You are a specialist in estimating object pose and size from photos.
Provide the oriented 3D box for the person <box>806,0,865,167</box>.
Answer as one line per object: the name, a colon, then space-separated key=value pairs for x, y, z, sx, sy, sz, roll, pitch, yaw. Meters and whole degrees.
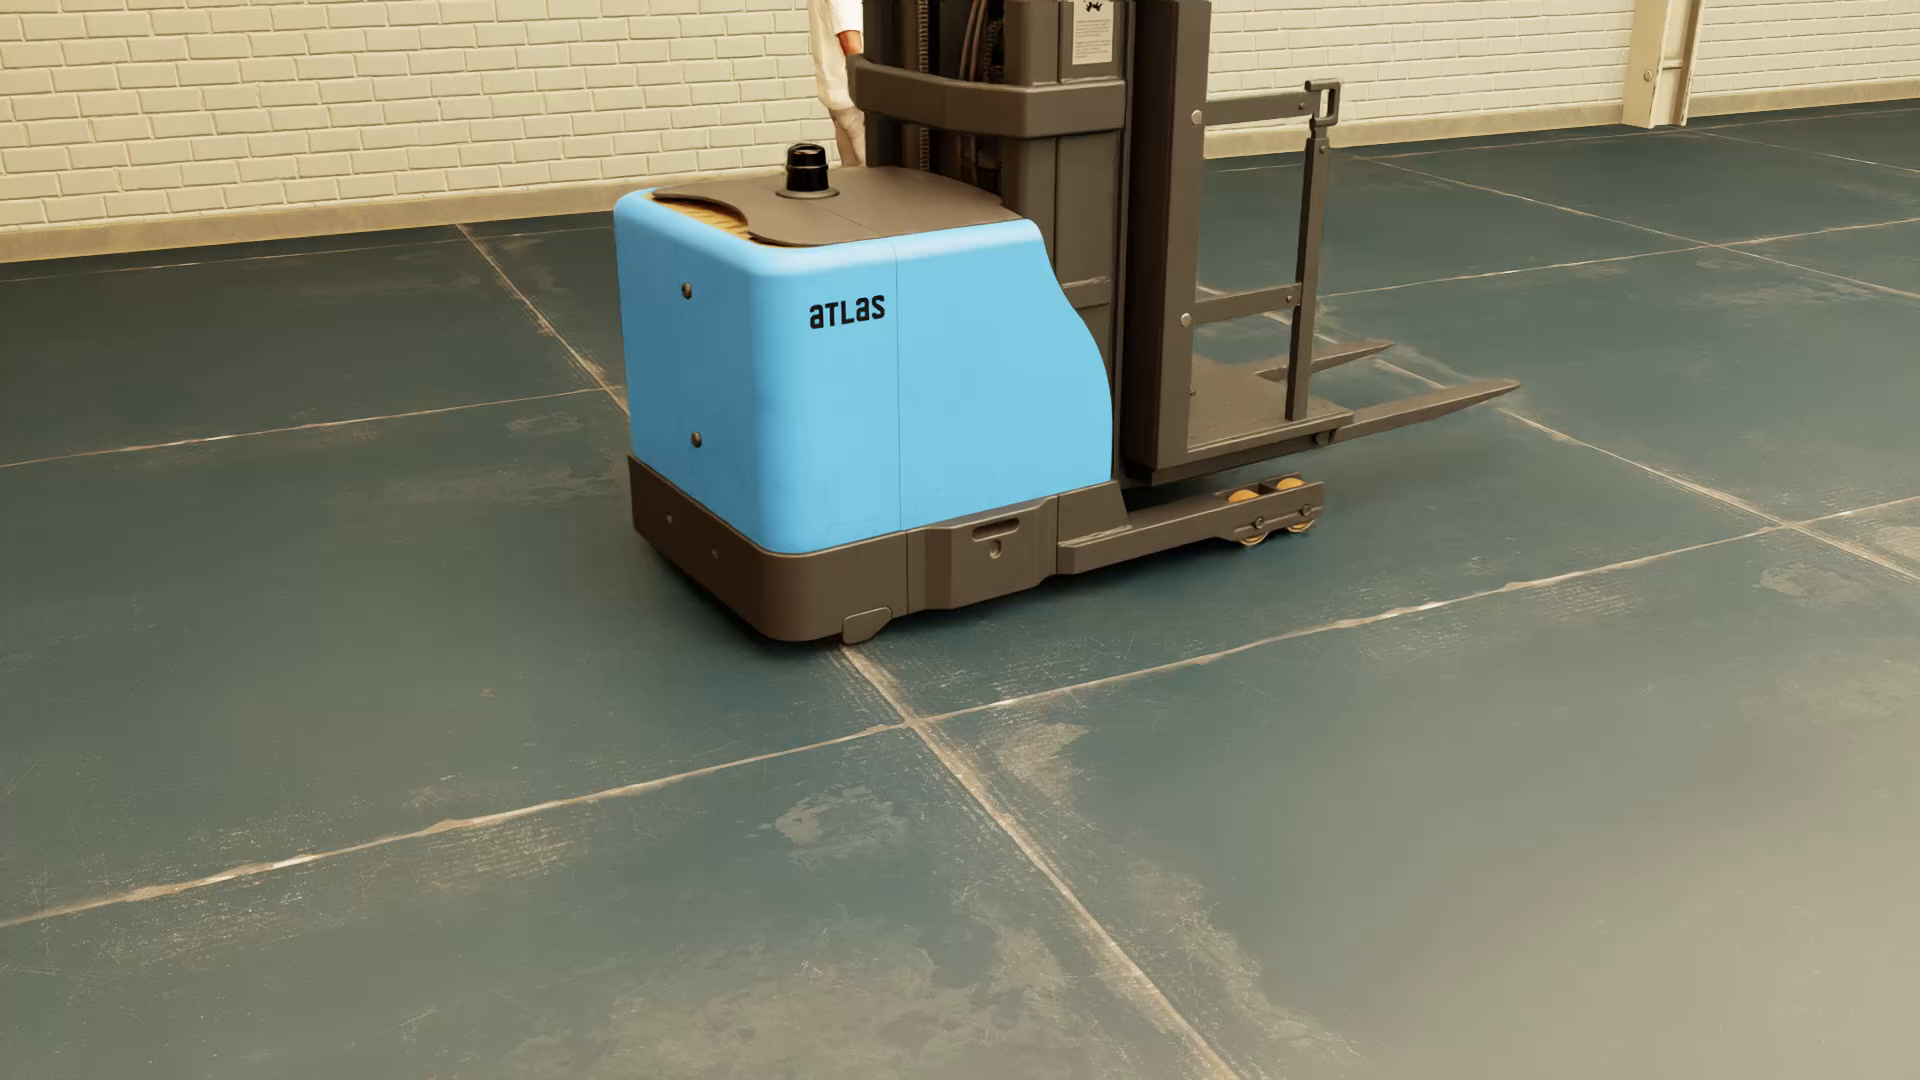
person: x=-0.405 y=-2.057 z=7.738 sx=0.579 sy=1.765 sz=0.666 roll=-7 pitch=24 yaw=-17

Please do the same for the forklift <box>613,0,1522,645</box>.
forklift: x=0.529 y=-1.493 z=4.879 sx=3.031 sy=2.935 sz=1.130 roll=-14 pitch=26 yaw=-30
